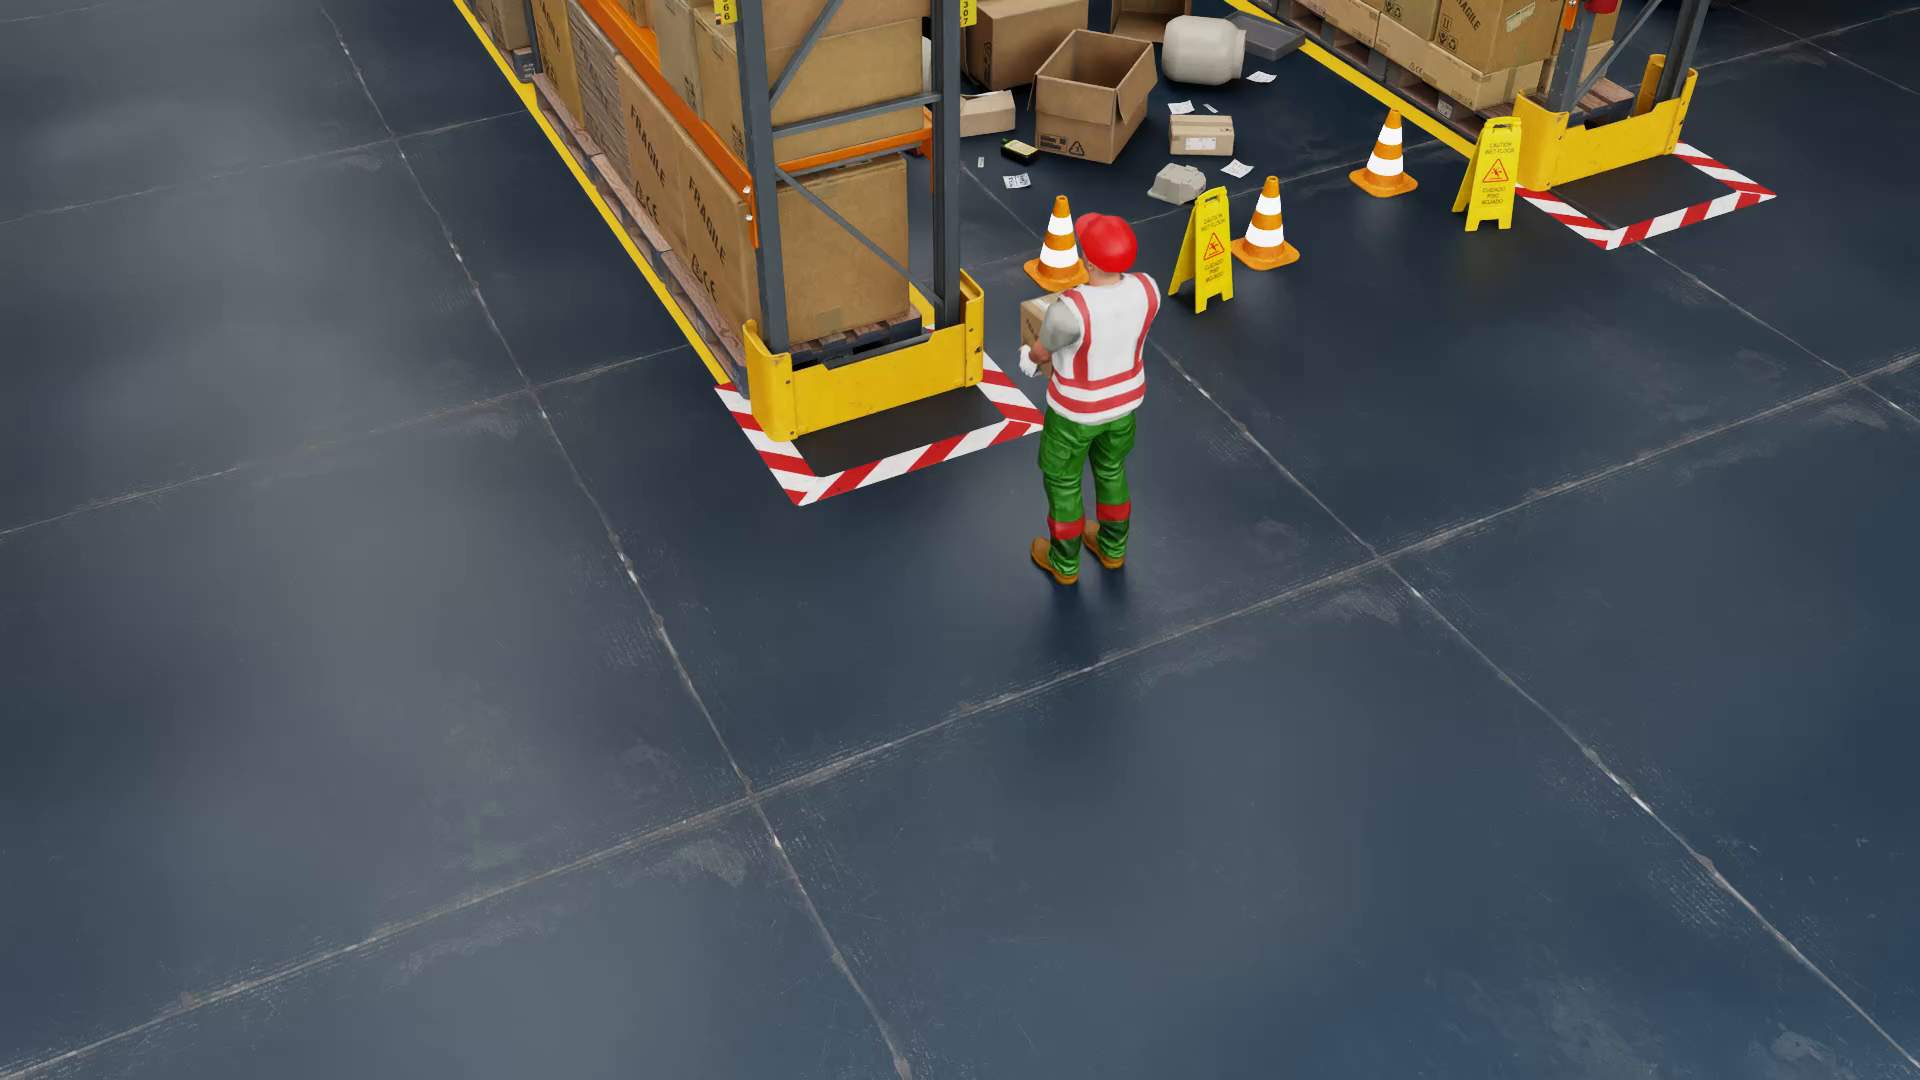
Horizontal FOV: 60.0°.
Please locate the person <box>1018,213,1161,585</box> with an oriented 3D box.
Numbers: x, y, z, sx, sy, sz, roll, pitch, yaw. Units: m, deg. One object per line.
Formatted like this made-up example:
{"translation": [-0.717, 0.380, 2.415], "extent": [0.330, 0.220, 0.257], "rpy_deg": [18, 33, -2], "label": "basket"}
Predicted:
{"translation": [0.491, -0.617, 6.856], "extent": [0.497, 1.785, 0.561], "rpy_deg": [-19, 44, -20], "label": "person"}
